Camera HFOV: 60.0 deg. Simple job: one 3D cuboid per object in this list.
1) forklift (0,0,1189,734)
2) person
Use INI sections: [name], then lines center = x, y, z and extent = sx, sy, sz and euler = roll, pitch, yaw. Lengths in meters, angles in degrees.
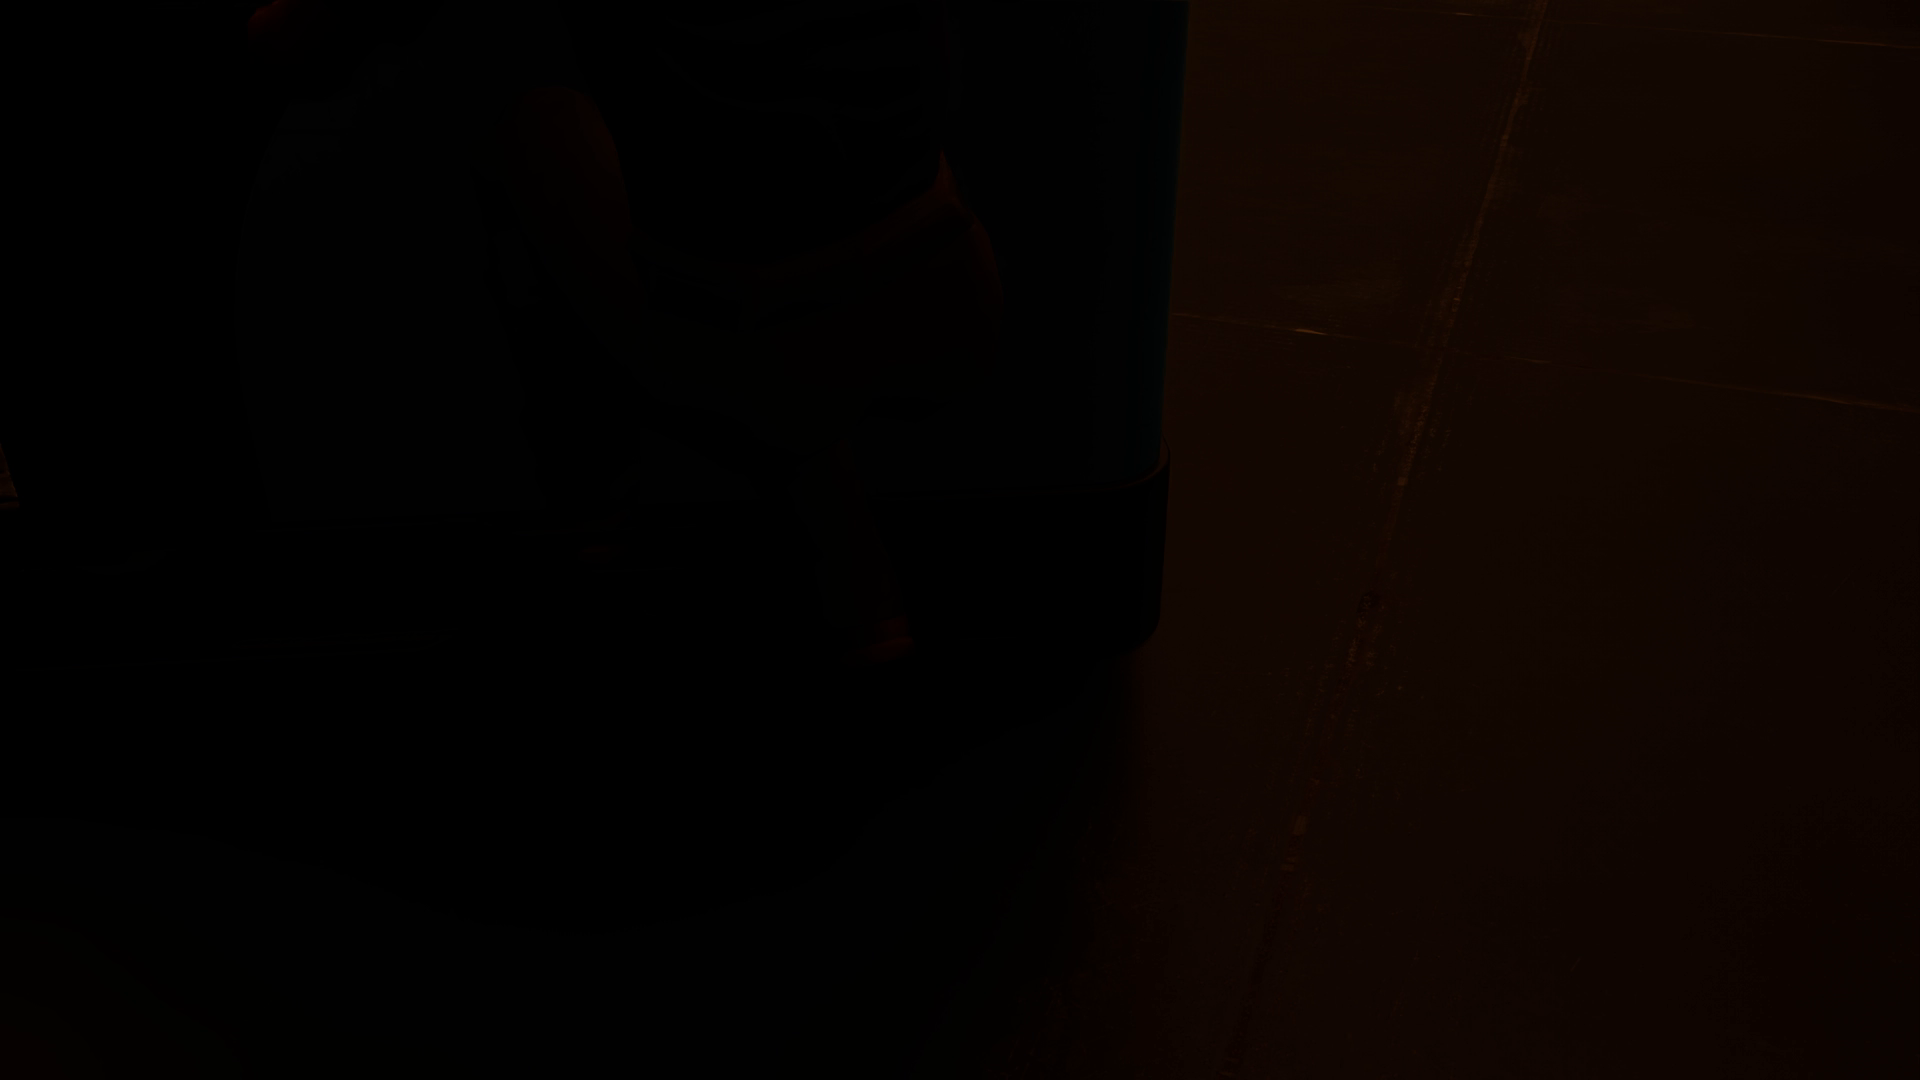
[forklift]
center = -1.288, -1.253, 1.739
extent = 3.031, 2.935, 1.130
euler = -3, 30, -5
[person]
center = -0.296, -0.347, 1.642
extent = 0.797, 1.429, 0.778
euler = -23, 37, -35
